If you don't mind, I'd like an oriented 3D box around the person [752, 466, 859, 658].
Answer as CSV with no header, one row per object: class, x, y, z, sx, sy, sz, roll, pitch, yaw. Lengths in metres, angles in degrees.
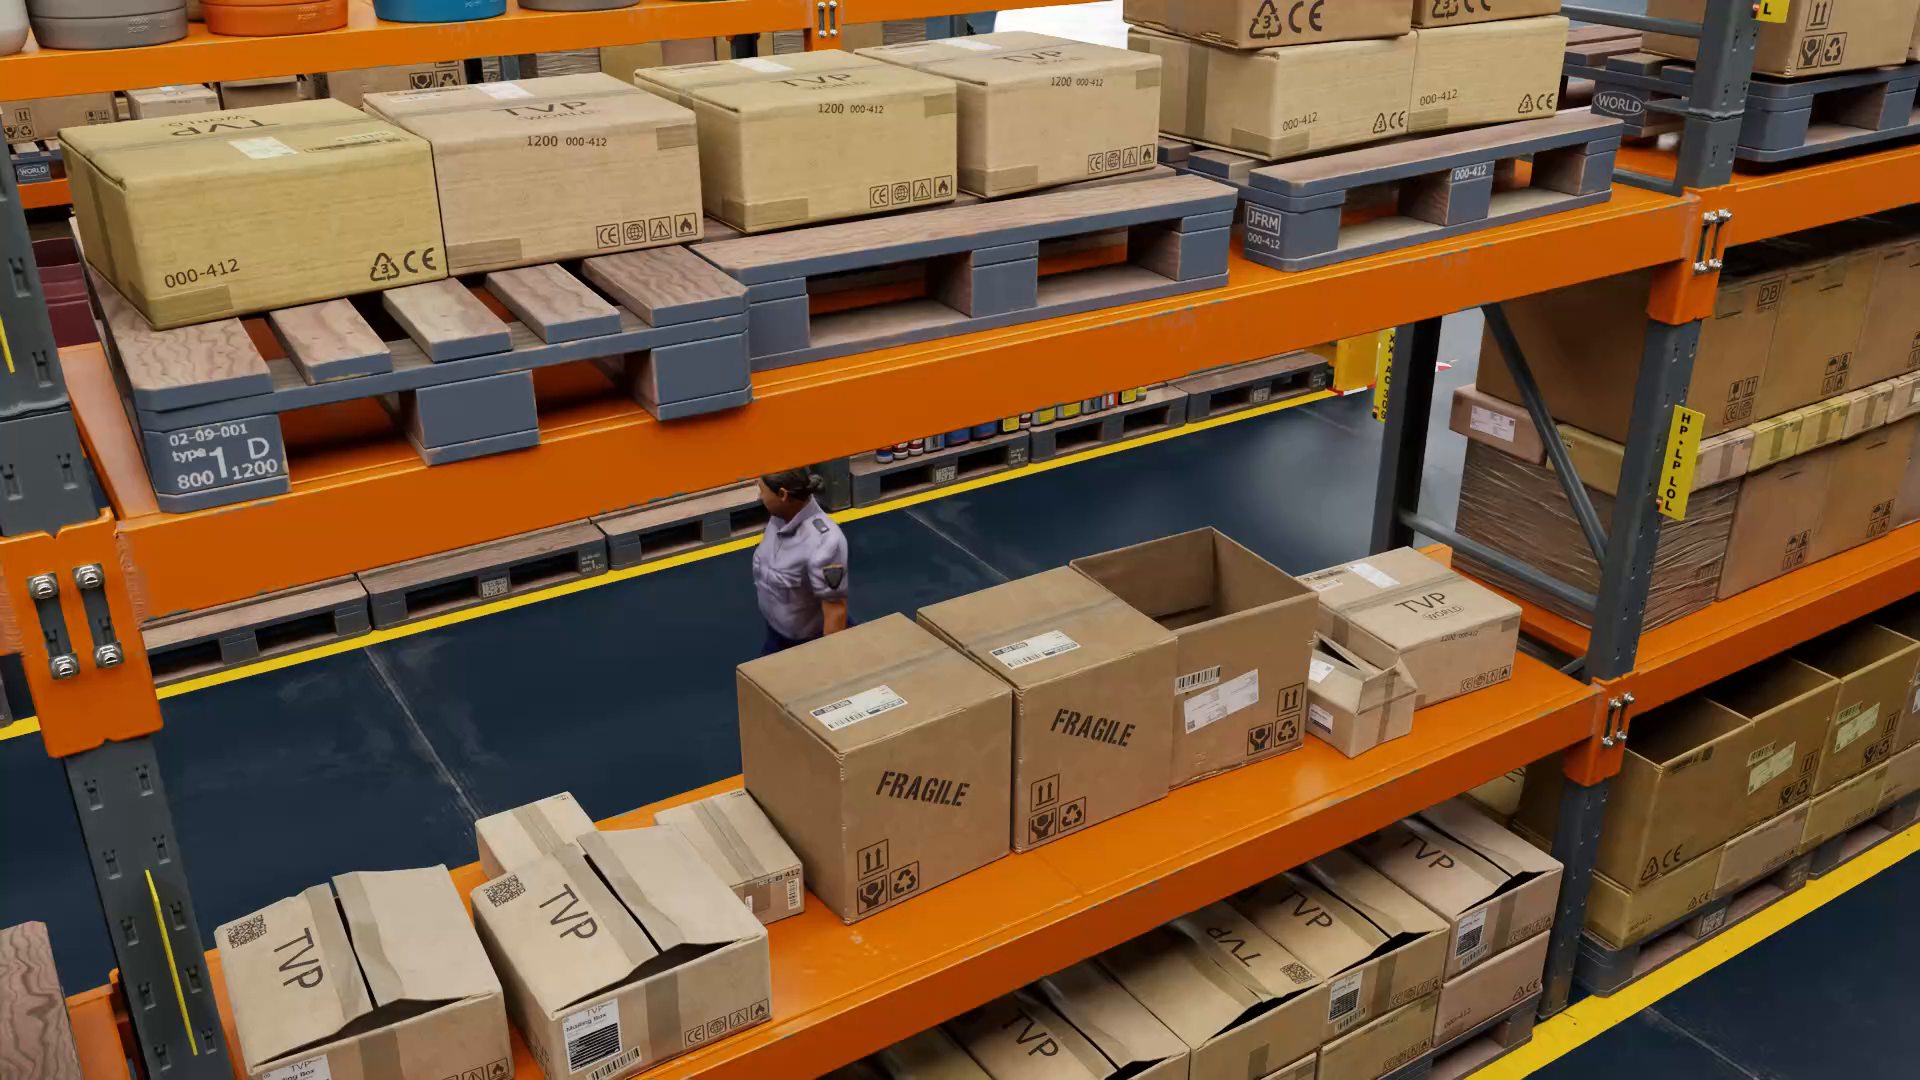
person,-0.517,0.423,6.232,0.912,1.609,0.621,-17,30,-32
